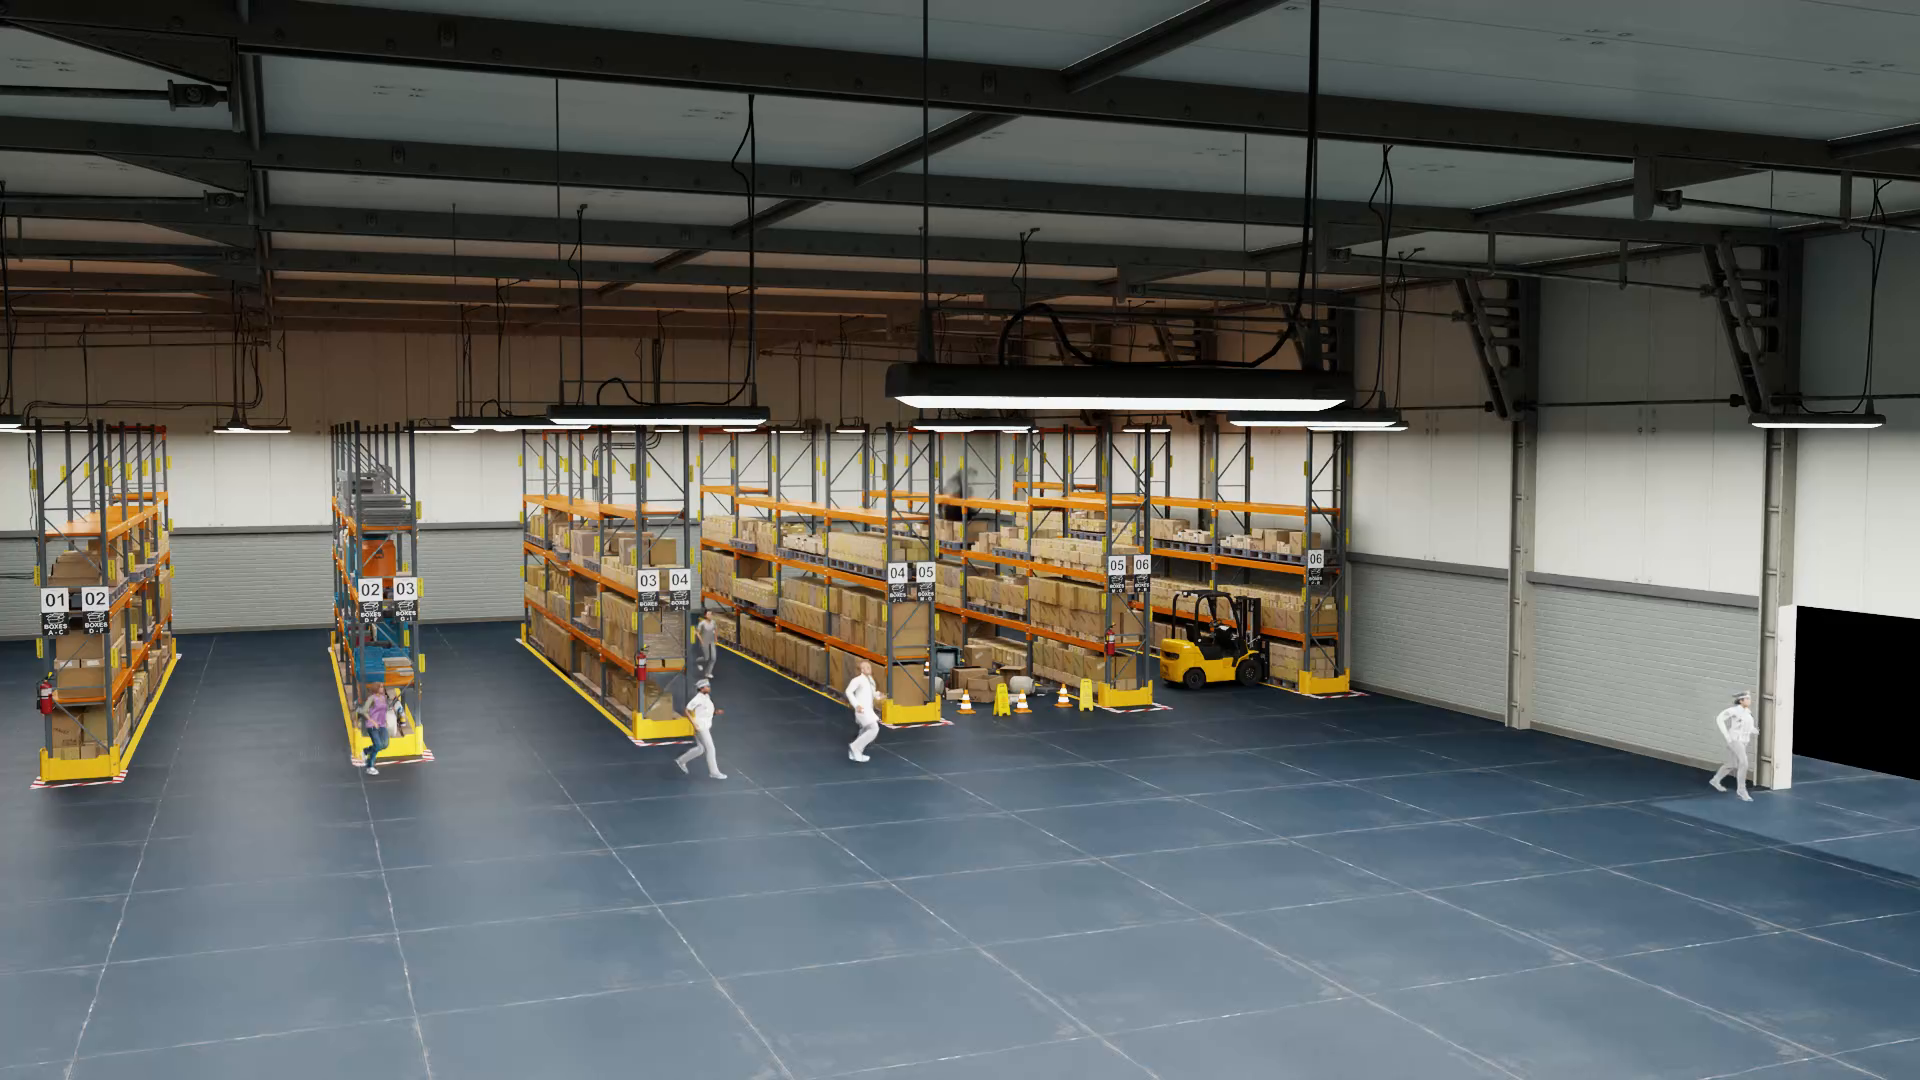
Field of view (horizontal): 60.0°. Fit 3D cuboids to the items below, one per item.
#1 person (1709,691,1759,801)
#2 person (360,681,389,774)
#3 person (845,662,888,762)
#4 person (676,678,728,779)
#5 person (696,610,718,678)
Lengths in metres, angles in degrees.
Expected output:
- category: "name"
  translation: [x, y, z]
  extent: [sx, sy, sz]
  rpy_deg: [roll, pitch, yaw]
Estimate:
- category: "person"
  translation: [12.380, 3.242, 26.469]
  extent: [0.631, 1.721, 0.771]
  rpy_deg: [-3, 4, -35]
- category: "person"
  translation: [-9.996, 3.188, 28.393]
  extent: [0.501, 1.551, 0.578]
  rpy_deg: [1, 4, 18]
- category: "person"
  translation: [-1.625, 3.013, 29.254]
  extent: [0.683, 1.750, 0.684]
  rpy_deg: [1, 4, 16]
- category: "person"
  translation: [-4.315, 3.127, 27.697]
  extent: [0.892, 1.678, 0.576]
  rpy_deg: [1, 4, 9]
- category: "person"
  translation: [-6.029, 2.448, 39.556]
  extent: [0.550, 1.621, 0.622]
  rpy_deg: [-2, 4, -33]
